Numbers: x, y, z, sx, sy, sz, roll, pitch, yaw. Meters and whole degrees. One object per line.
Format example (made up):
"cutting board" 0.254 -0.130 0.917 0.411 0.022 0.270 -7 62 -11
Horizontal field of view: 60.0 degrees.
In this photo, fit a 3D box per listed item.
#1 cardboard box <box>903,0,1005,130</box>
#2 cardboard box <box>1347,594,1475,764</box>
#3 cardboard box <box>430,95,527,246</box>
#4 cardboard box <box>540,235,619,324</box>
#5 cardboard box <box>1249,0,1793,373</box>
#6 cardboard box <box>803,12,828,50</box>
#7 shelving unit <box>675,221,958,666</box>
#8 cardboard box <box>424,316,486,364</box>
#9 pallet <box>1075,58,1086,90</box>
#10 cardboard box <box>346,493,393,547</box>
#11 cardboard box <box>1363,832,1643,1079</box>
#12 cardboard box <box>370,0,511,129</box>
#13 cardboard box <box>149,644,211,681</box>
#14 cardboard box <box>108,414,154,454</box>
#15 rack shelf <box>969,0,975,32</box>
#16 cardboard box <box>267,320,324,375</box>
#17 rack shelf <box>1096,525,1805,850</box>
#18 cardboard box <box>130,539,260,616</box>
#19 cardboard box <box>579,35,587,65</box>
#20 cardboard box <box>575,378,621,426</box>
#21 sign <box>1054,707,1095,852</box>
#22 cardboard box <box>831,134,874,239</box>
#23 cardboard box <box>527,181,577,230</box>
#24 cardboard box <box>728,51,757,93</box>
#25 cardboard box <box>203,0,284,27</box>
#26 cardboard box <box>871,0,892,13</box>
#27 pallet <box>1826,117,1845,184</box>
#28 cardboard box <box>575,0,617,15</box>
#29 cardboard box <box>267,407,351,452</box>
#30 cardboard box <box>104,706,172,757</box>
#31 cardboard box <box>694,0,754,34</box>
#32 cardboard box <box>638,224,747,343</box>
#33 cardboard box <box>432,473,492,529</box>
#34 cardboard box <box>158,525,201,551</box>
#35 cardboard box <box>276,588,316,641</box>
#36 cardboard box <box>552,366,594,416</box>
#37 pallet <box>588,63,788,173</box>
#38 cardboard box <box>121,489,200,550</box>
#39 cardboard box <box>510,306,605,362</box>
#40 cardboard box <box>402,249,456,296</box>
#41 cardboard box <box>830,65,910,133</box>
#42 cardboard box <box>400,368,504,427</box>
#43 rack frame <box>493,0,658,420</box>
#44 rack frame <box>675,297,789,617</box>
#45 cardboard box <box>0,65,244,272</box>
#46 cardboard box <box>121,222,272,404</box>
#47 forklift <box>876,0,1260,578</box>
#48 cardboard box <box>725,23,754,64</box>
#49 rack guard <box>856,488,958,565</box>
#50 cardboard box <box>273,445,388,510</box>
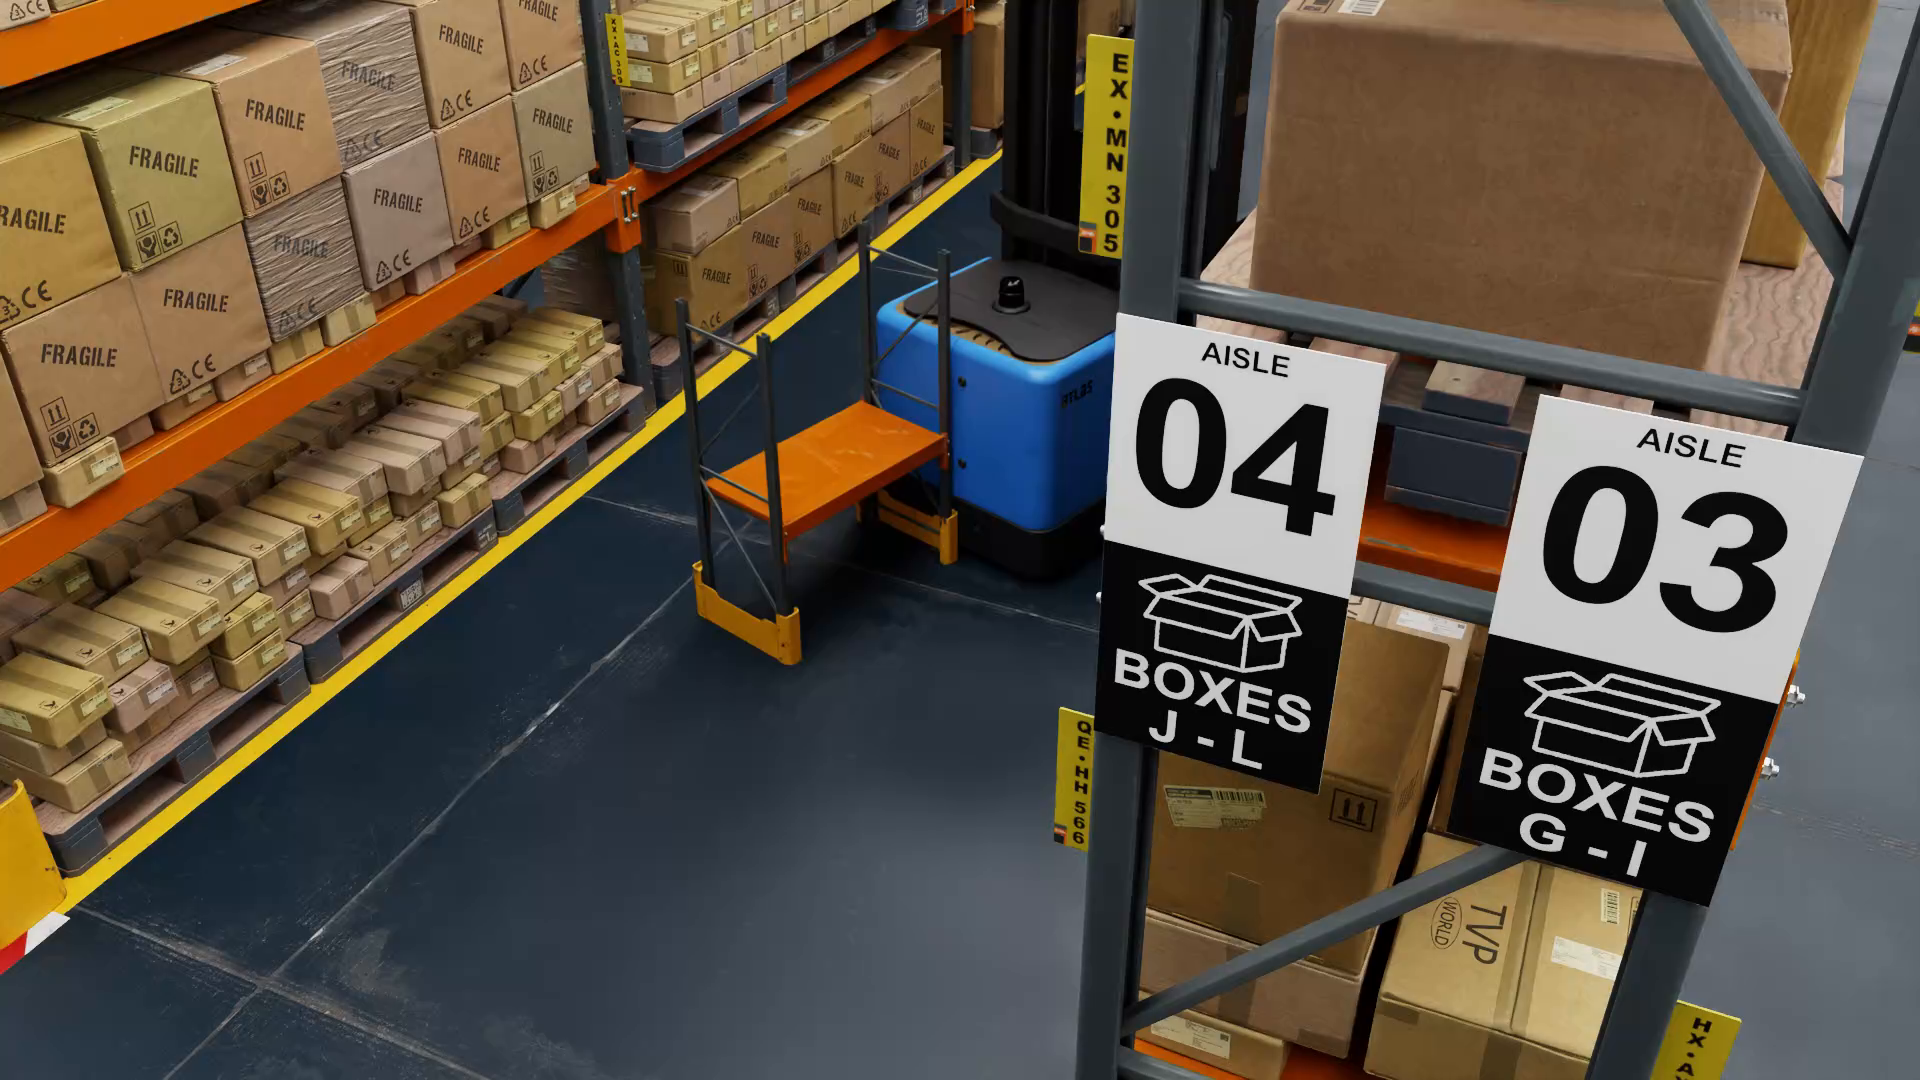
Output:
"cardboard box" -0.068 -3.527 12.062 1.050 0.750 0.750 14 36 20
"cardboard box" 1.099 0.293 4.433 0.500 0.250 0.500 13 35 19
"cardboard box" -2.242 -1.620 7.122 0.500 0.500 0.500 13 35 19
"cardboard box" -1.997 -1.574 9.312 0.500 0.500 0.500 13 36 20
"cardboard box" 0.880 -0.622 2.662 0.700 0.500 0.500 12 35 18
"cardboard box" -0.954 -2.830 9.177 0.380 0.149 0.250 14 36 20
"shelving unit" -0.577 -0.424 7.029 0.587 1.500 1.083 25 41 33
"cardboard box" -2.579 -1.002 8.217 0.380 0.149 0.250 16 36 23
"pallet" 0.506 -3.824 13.390 1.003 0.211 1.213 14 36 20
"cardboard box" -2.682 -0.134 7.165 0.380 0.149 0.250 16 36 23
"cardboard box" 1.158 0.924 3.471 0.500 0.250 0.500 13 36 19
"cardboard box" -2.240 -2.047 6.862 0.500 0.500 0.500 13 35 19
"cardboard box" -3.111 0.399 6.351 0.380 0.149 0.250 15 36 21
"cardboard box" -3.104 -0.425 5.892 0.380 0.149 0.250 16 36 23
"rack shelf" 0.433 -4.705 12.846 1.077 0.370 4.000 14 36 20
"cardboard box" -2.712 -0.795 6.456 0.380 0.149 0.250 16 36 22
"rack shelf" 1.548 -0.787 4.135 1.077 0.370 4.000 14 36 20
"cardboard box" -2.967 0.156 6.451 0.380 0.149 0.250 12 35 18
"cardboard box" -2.091 -2.456 8.335 0.380 0.149 0.250 15 36 22
"cardboard box" -1.932 -0.727 8.341 0.380 0.149 0.250 15 36 21
"sign" 0.224 0.448 3.059 0.100 0.325 0.005 14 36 20
"cardboard box" -0.869 -2.227 10.308 0.500 0.500 0.500 13 35 18
"cardboard box" -1.993 -1.563 7.627 0.380 0.149 0.250 13 36 19
"cardboard box" -1.276 -2.442 8.584 0.380 0.149 0.250 14 36 21
"cardboard box" -2.930 -1.927 6.680 0.500 0.500 0.500 15 36 21
"cardboard box" -0.625 -3.220 9.771 0.380 0.149 0.250 13 35 18
"pallet" 1.521 -1.036 3.940 1.003 0.211 1.213 14 36 20
"cardboard box" -1.975 -2.716 8.459 0.380 0.149 0.250 13 35 19
"cardboard box" -2.948 -0.467 7.401 0.380 0.149 0.250 13 35 19
"cardboard box" -3.206 0.655 6.233 0.380 0.149 0.250 14 36 20
"cardboard box" -1.274 -2.695 8.428 0.380 0.149 0.250 14 36 21
"cardboard box" -1.528 -1.455 9.130 0.500 0.500 0.500 16 36 22
"cardboard box" -2.365 -0.212 7.555 0.380 0.149 0.250 14 36 20
"cardboard box" -3.369 0.018 6.932 0.380 0.149 0.250 15 36 21
"cardboard box" -2.882 0.278 6.807 0.380 0.149 0.250 14 36 21
"cardboard box" -2.023 -0.758 8.116 0.380 0.149 0.250 12 35 18
"pallet" -1.626 -2.285 8.673 1.003 0.211 1.213 14 36 20
"cardboard box" -3.382 -0.110 6.857 0.380 0.149 0.250 16 36 22
"cardboard box" -1.990 -1.013 8.233 0.380 0.149 0.250 15 36 22
"cardboard box" -2.376 -1.179 7.041 0.380 0.149 0.250 13 35 18
"cardboard box" -0.654 -2.799 10.495 0.500 0.250 0.500 15 36 21
"cardboard box" -2.338 -0.639 7.664 0.380 0.149 0.250 15 36 22
"rack frame" -2.078 -2.017 8.091 1.000 3.000 0.127 14 36 20
"rack frame" -0.905 -0.218 6.714 0.500 1.500 0.032 25 41 33
"cardboard box" -2.879 -1.279 5.691 0.500 0.500 0.500 13 36 19
"cardboard box" -2.895 -0.865 5.971 0.500 0.500 0.500 15 36 21
"forklift" 0.966 -1.786 7.800 1.130 2.935 3.031 26 41 34
"cardboard box" -1.281 -2.561 8.495 0.380 0.149 0.250 15 36 22
"rack guard" -0.250 -0.108 7.686 0.587 0.250 0.087 25 41 33
"cardboard box" -2.673 -0.248 7.067 0.380 0.149 0.250 14 36 21
